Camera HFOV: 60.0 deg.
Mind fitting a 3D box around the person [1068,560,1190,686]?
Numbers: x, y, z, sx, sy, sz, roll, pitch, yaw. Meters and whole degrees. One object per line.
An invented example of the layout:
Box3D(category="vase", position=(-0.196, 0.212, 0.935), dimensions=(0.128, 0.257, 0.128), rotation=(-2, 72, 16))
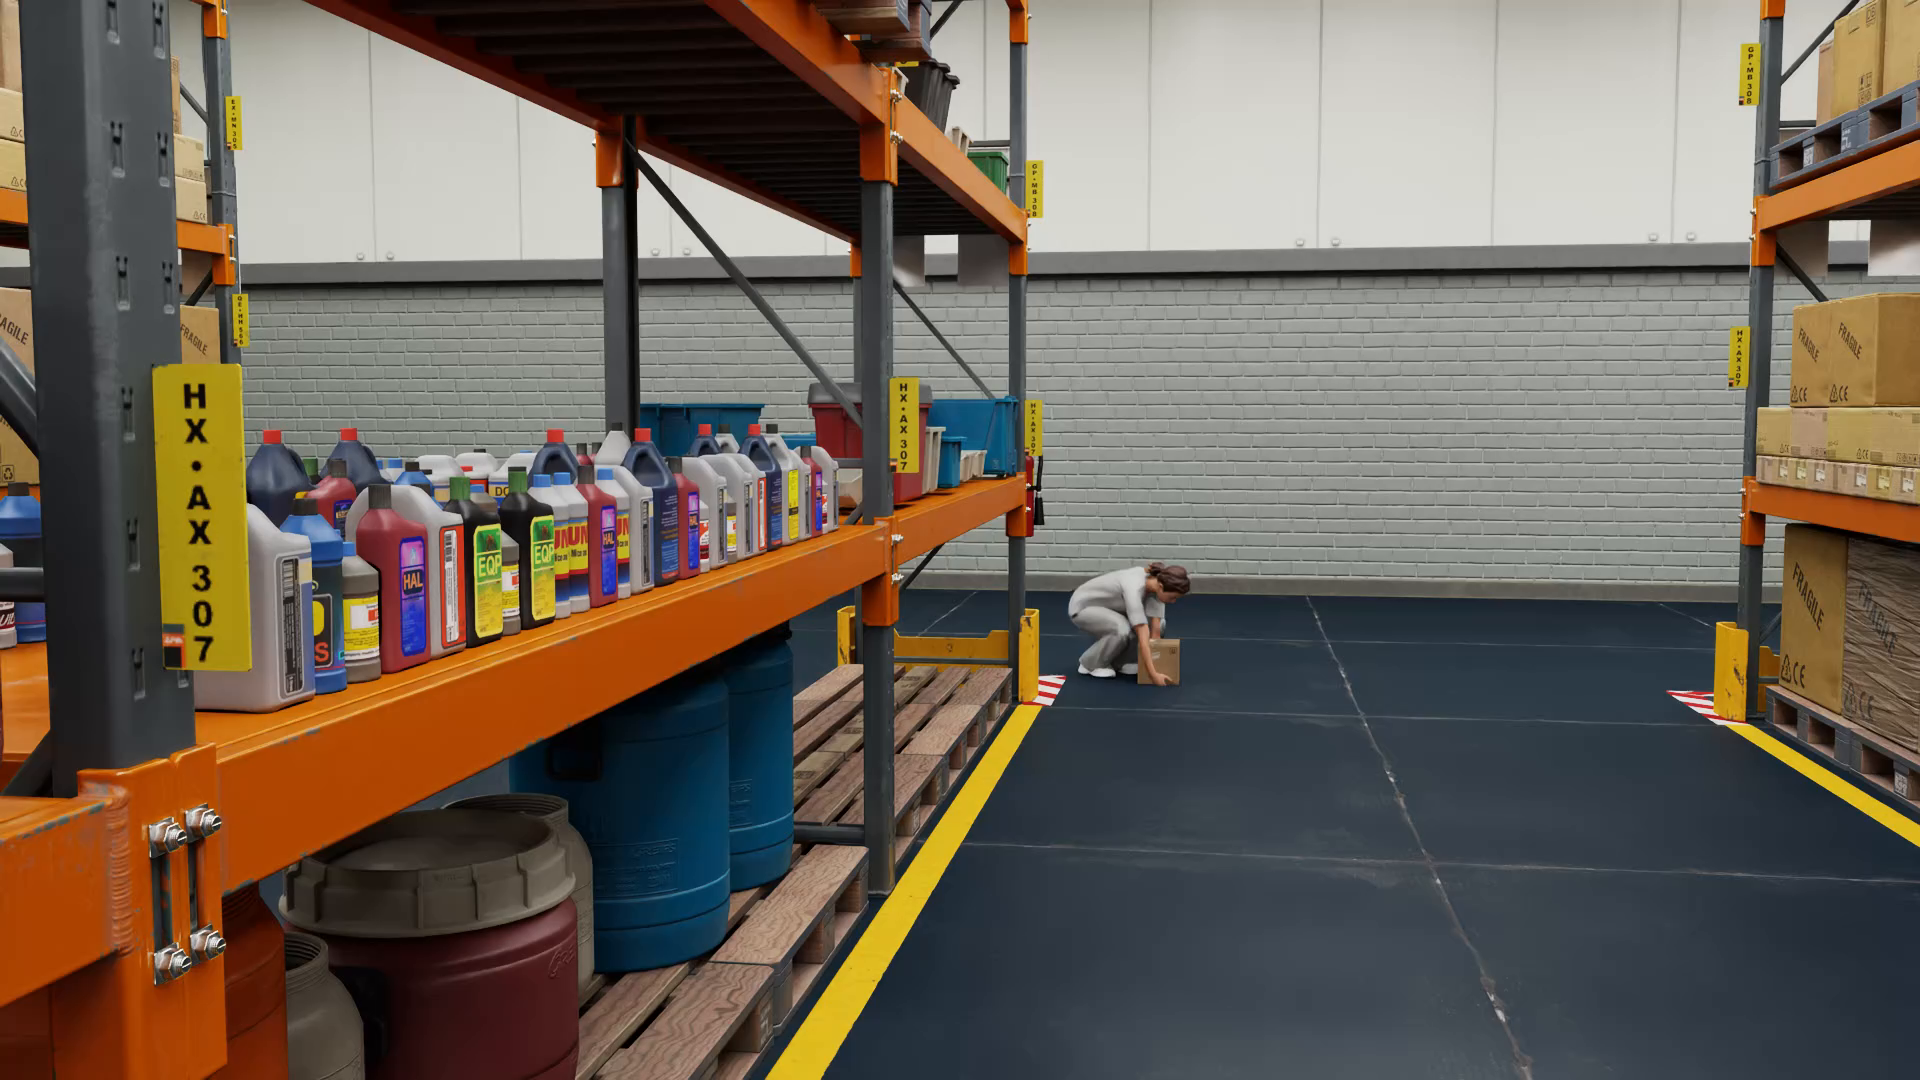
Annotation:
Box3D(category="person", position=(1.072, 0.522, 10.493), dimensions=(0.840, 0.813, 0.468), rotation=(5, 6, 45))
